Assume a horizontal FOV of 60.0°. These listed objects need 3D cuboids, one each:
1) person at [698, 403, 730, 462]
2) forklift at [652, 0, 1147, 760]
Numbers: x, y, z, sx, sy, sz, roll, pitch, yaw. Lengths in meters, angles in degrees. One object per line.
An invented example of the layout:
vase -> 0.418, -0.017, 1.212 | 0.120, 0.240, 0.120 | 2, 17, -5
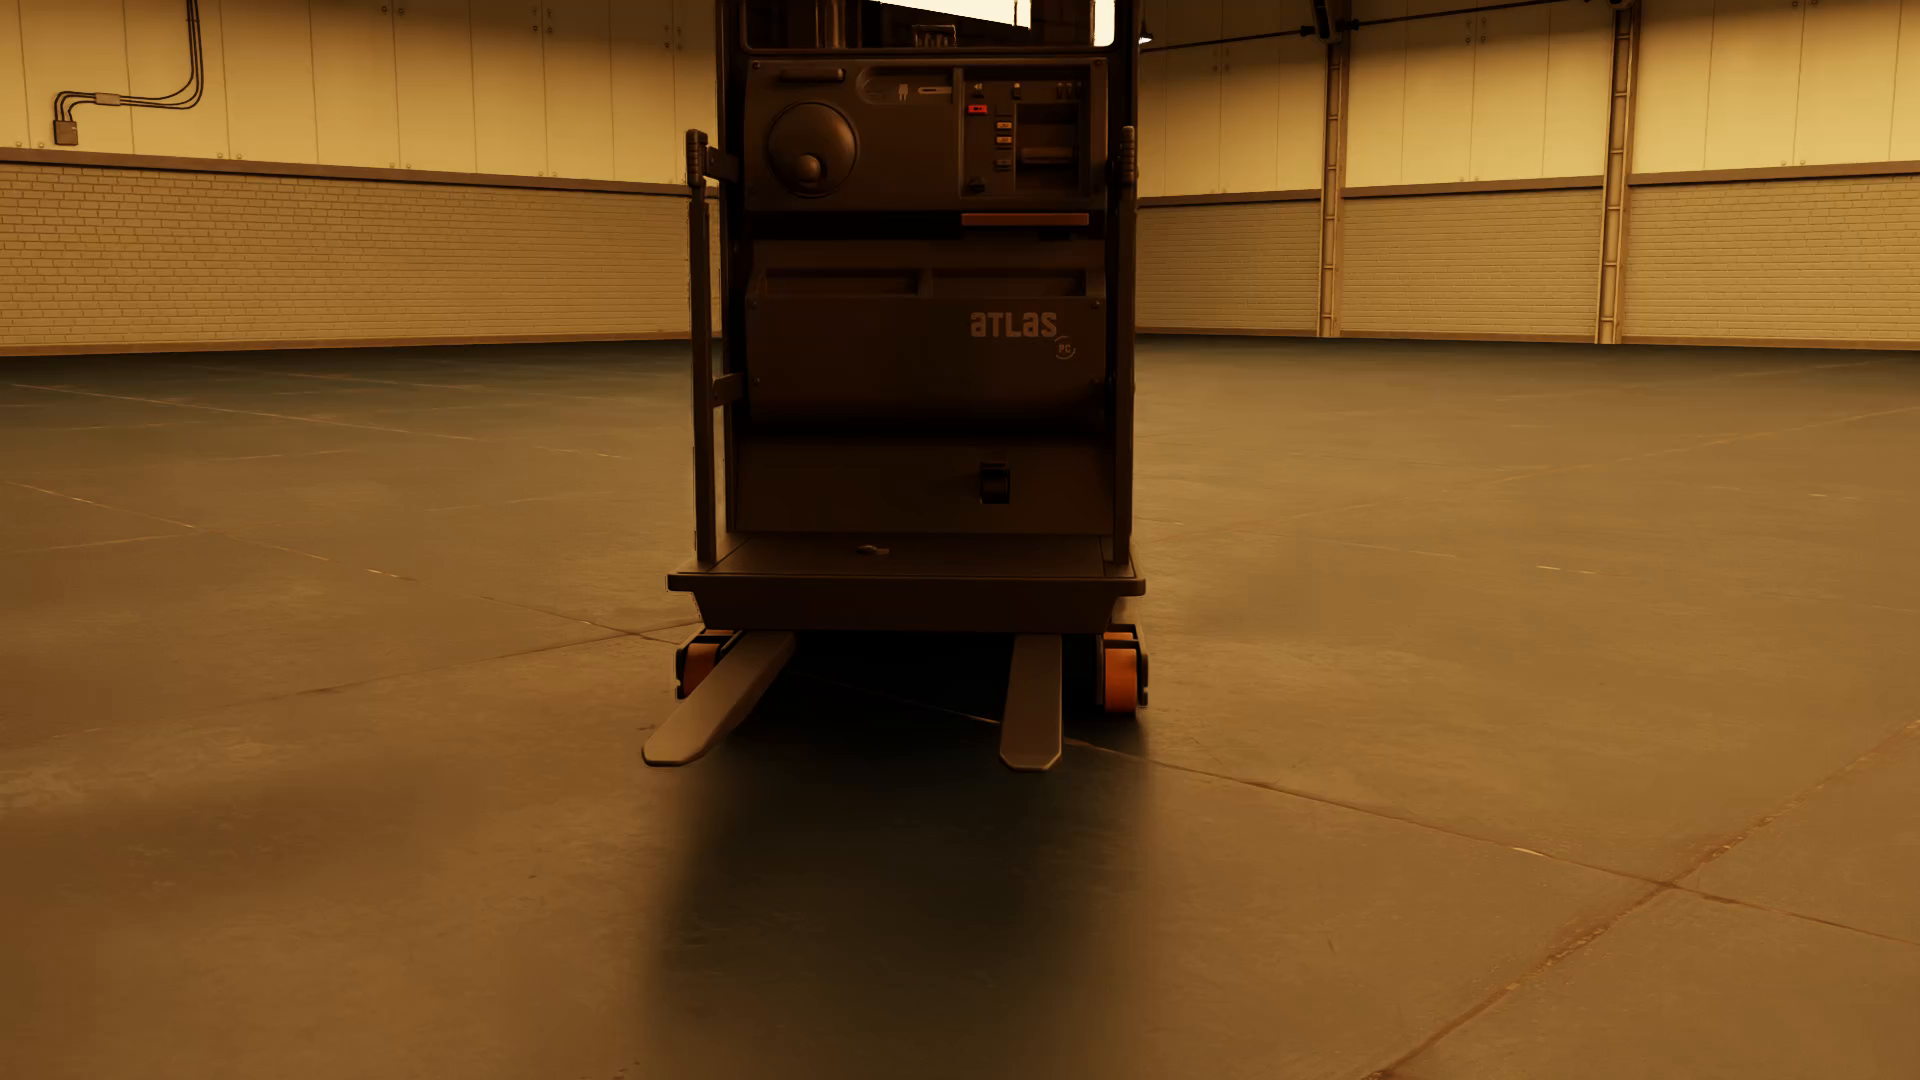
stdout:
person -> -0.601, -0.769, 6.388 | 0.832, 1.663, 1.137 | -3, 9, -17
forklift -> -0.094, -1.092, 4.127 | 1.130, 2.935, 3.031 | 1, 9, 3
